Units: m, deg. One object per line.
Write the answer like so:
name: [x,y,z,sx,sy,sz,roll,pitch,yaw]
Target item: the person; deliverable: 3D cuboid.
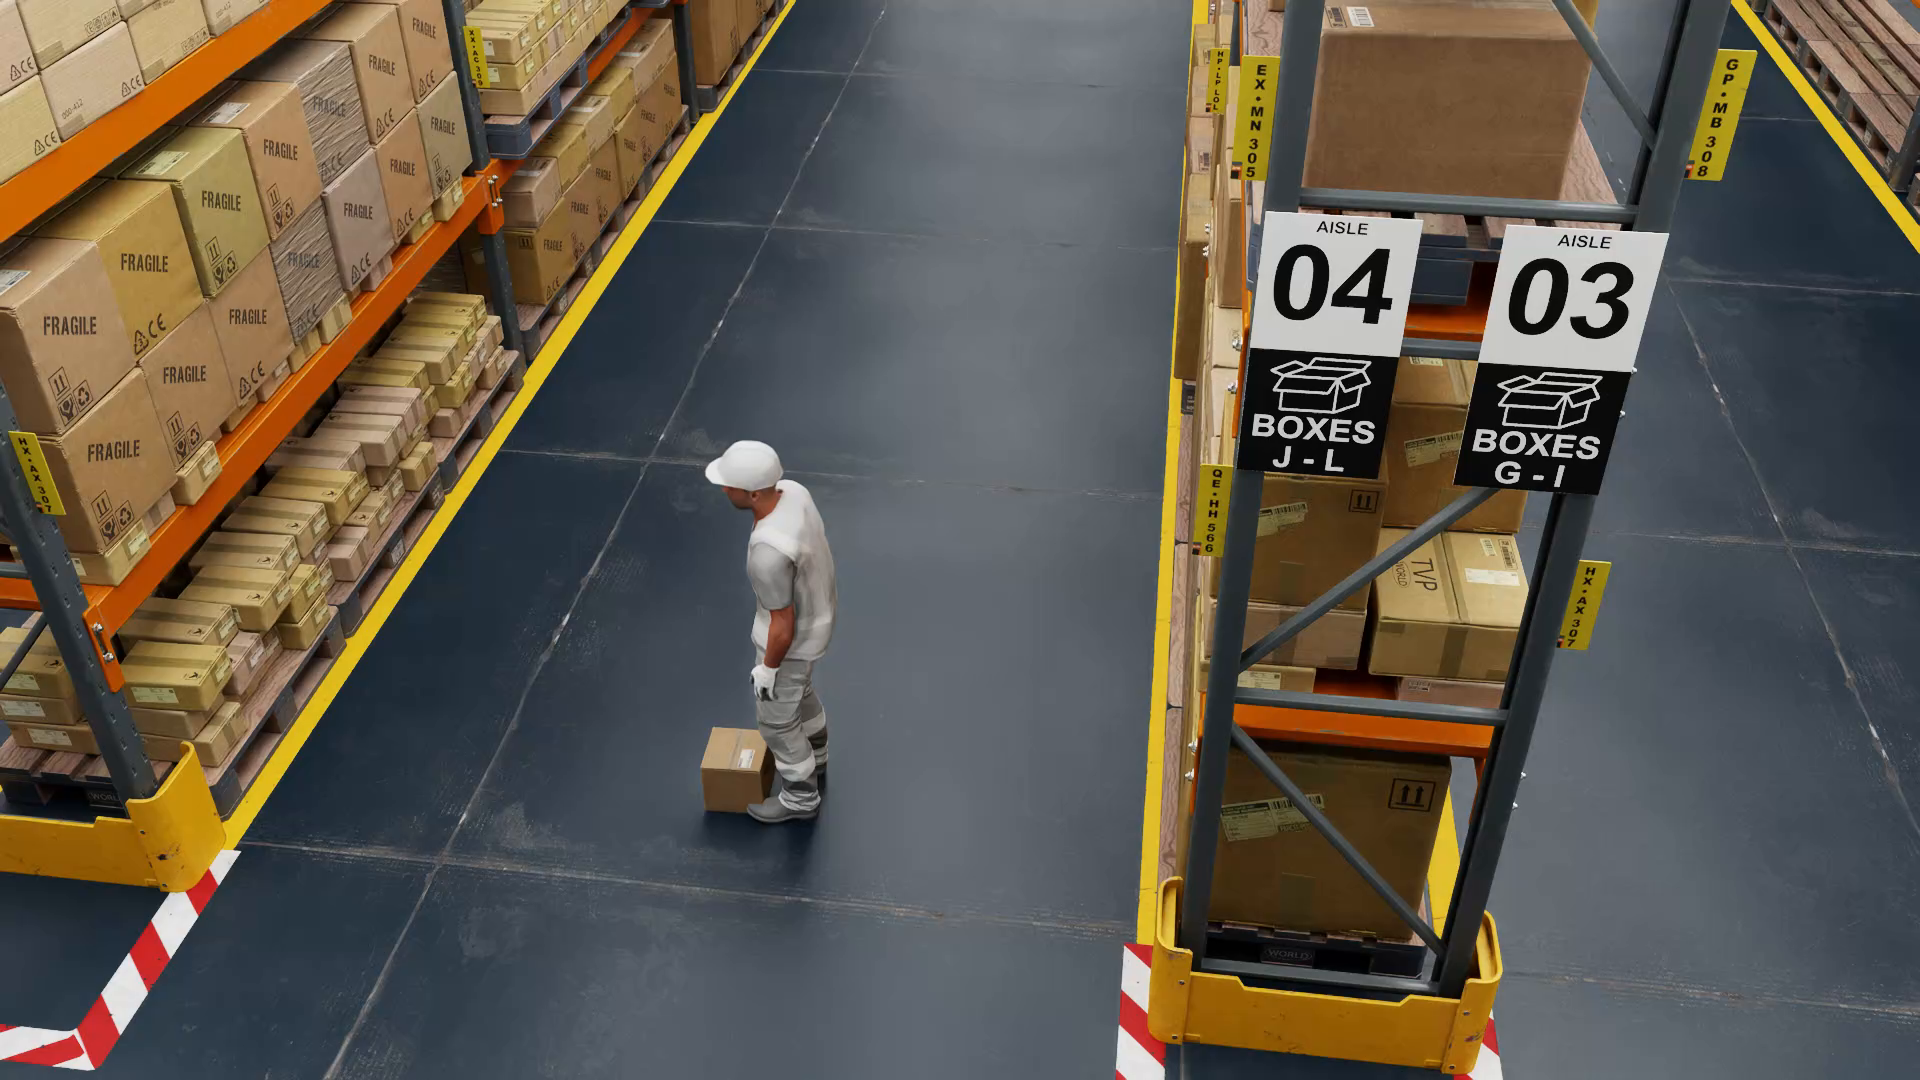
person: [-0.703,0.359,6.532,0.449,1.778,0.587,3,36,4]
